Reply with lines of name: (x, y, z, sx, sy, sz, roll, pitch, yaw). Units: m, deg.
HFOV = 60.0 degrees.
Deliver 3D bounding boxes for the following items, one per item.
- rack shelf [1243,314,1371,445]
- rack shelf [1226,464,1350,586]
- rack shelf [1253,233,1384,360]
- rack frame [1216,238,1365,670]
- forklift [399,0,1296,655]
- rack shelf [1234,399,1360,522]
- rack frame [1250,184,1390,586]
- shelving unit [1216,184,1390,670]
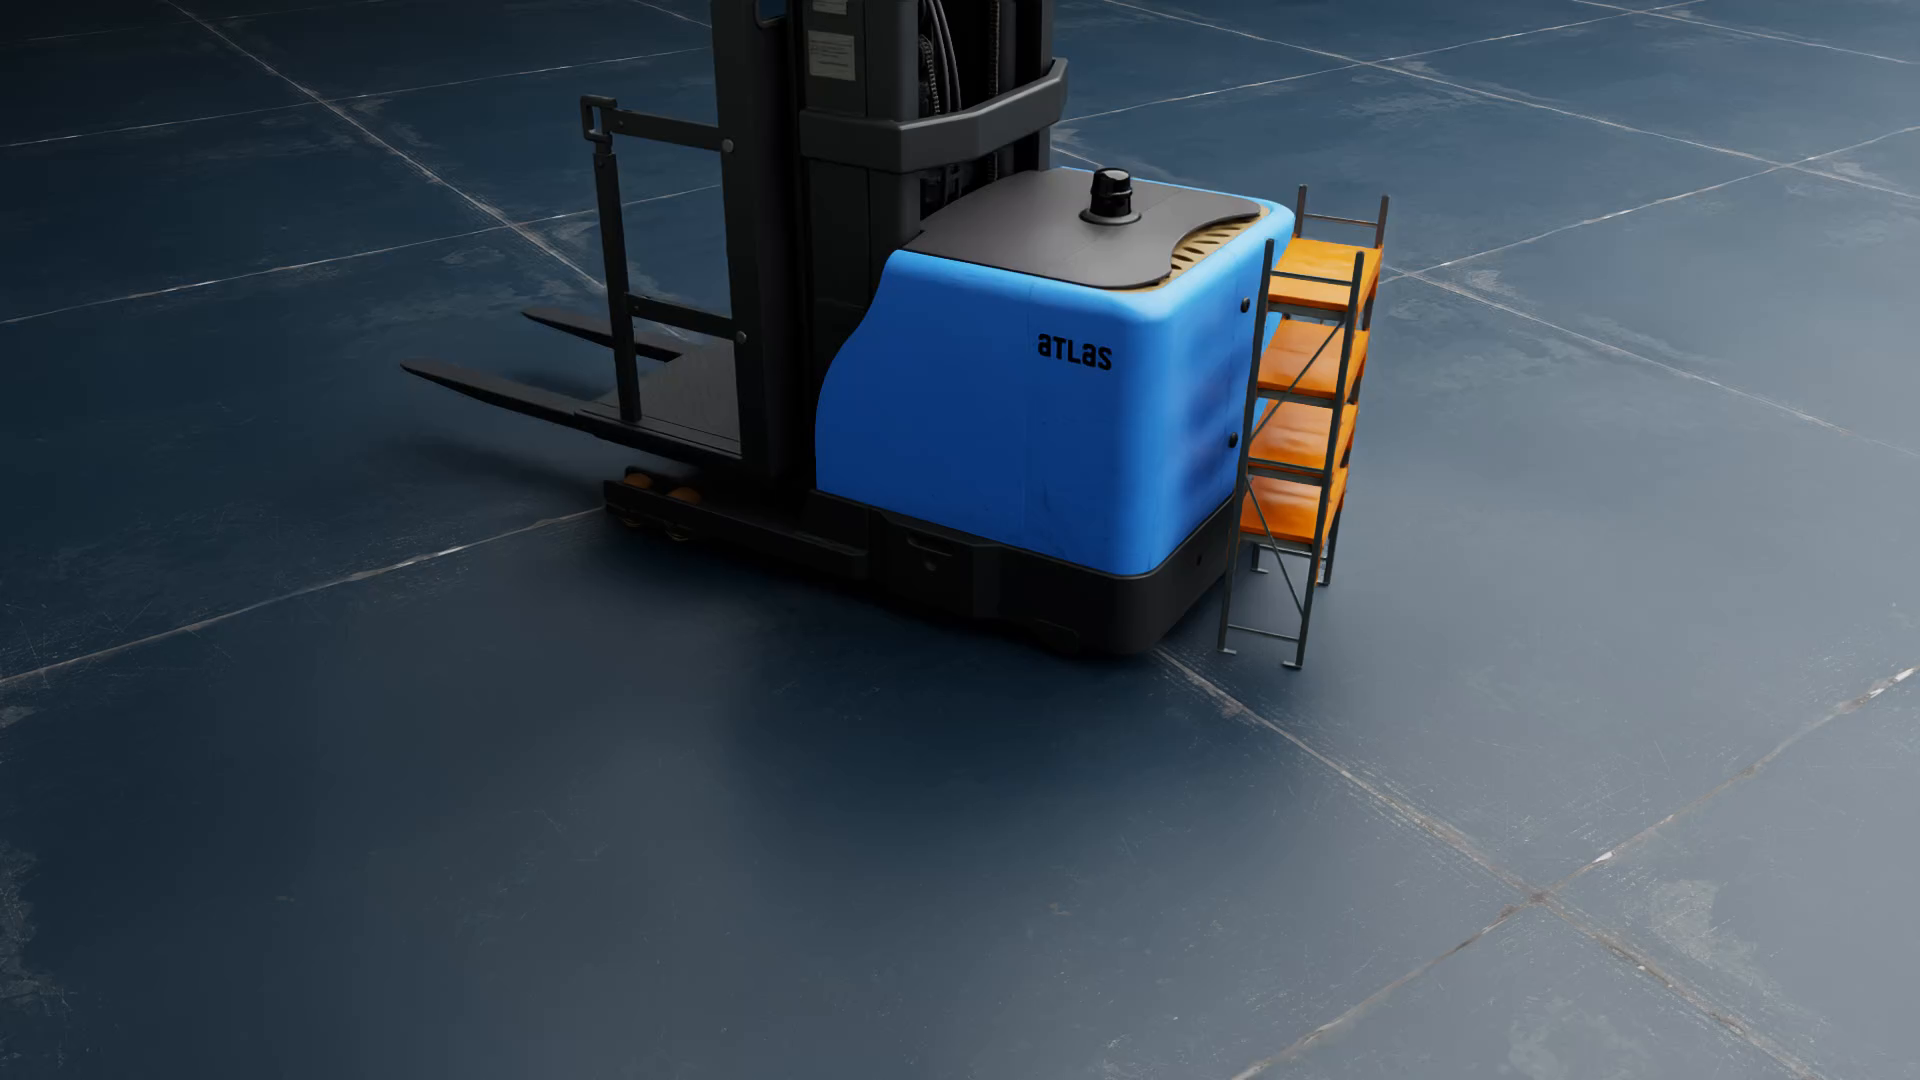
rack shelf: (0.936, -0.438, 4.464, 0.258, 0.148, 0.480, 11, 30, 16)
rack shelf: (0.925, -0.069, 4.669, 0.258, 0.148, 0.480, 11, 30, 16)
rack shelf: (0.942, -0.645, 4.350, 0.258, 0.148, 0.480, 11, 30, 16)
rack frame: (0.849, -0.192, 4.339, 0.240, 1.200, 0.015, 11, 30, 16)
forklift: (-0.540, -1.483, 4.909, 3.031, 2.935, 1.130, 16, 32, 27)
rack shelf: (0.930, -0.243, 4.573, 0.258, 0.148, 0.480, 11, 30, 16)
rack frame: (1.014, -0.411, 4.742, 0.240, 1.200, 0.015, 11, 30, 16)
shelving unit: (0.932, -0.302, 4.540, 0.258, 1.200, 0.503, 11, 30, 16)
